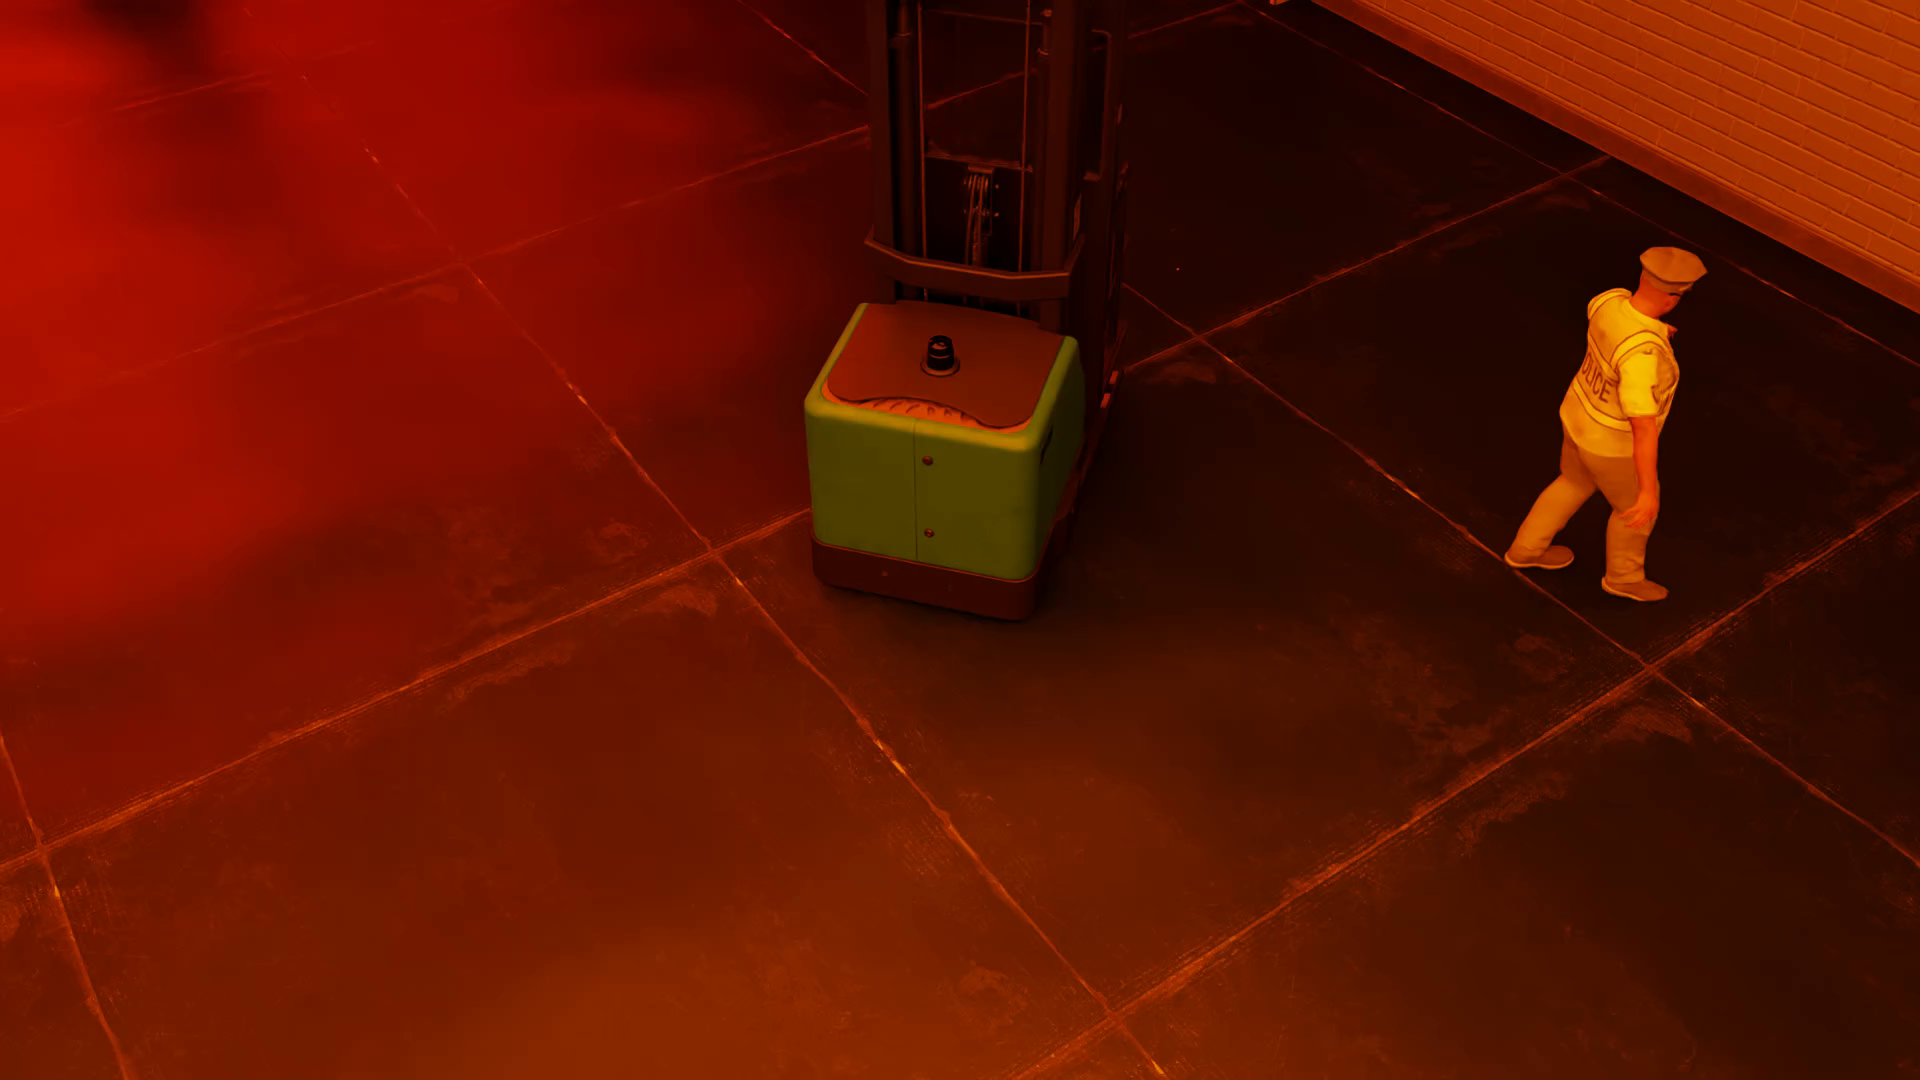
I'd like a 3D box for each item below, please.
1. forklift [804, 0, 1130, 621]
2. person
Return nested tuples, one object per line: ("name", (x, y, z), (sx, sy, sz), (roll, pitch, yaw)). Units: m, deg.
("forklift", (0.222, -1.733, 7.596), (1.130, 2.935, 3.031), (11, 44, 12))
("person", (2.898, -0.442, 7.123), (0.694, 1.756, 1.011), (-3, 43, -3))
